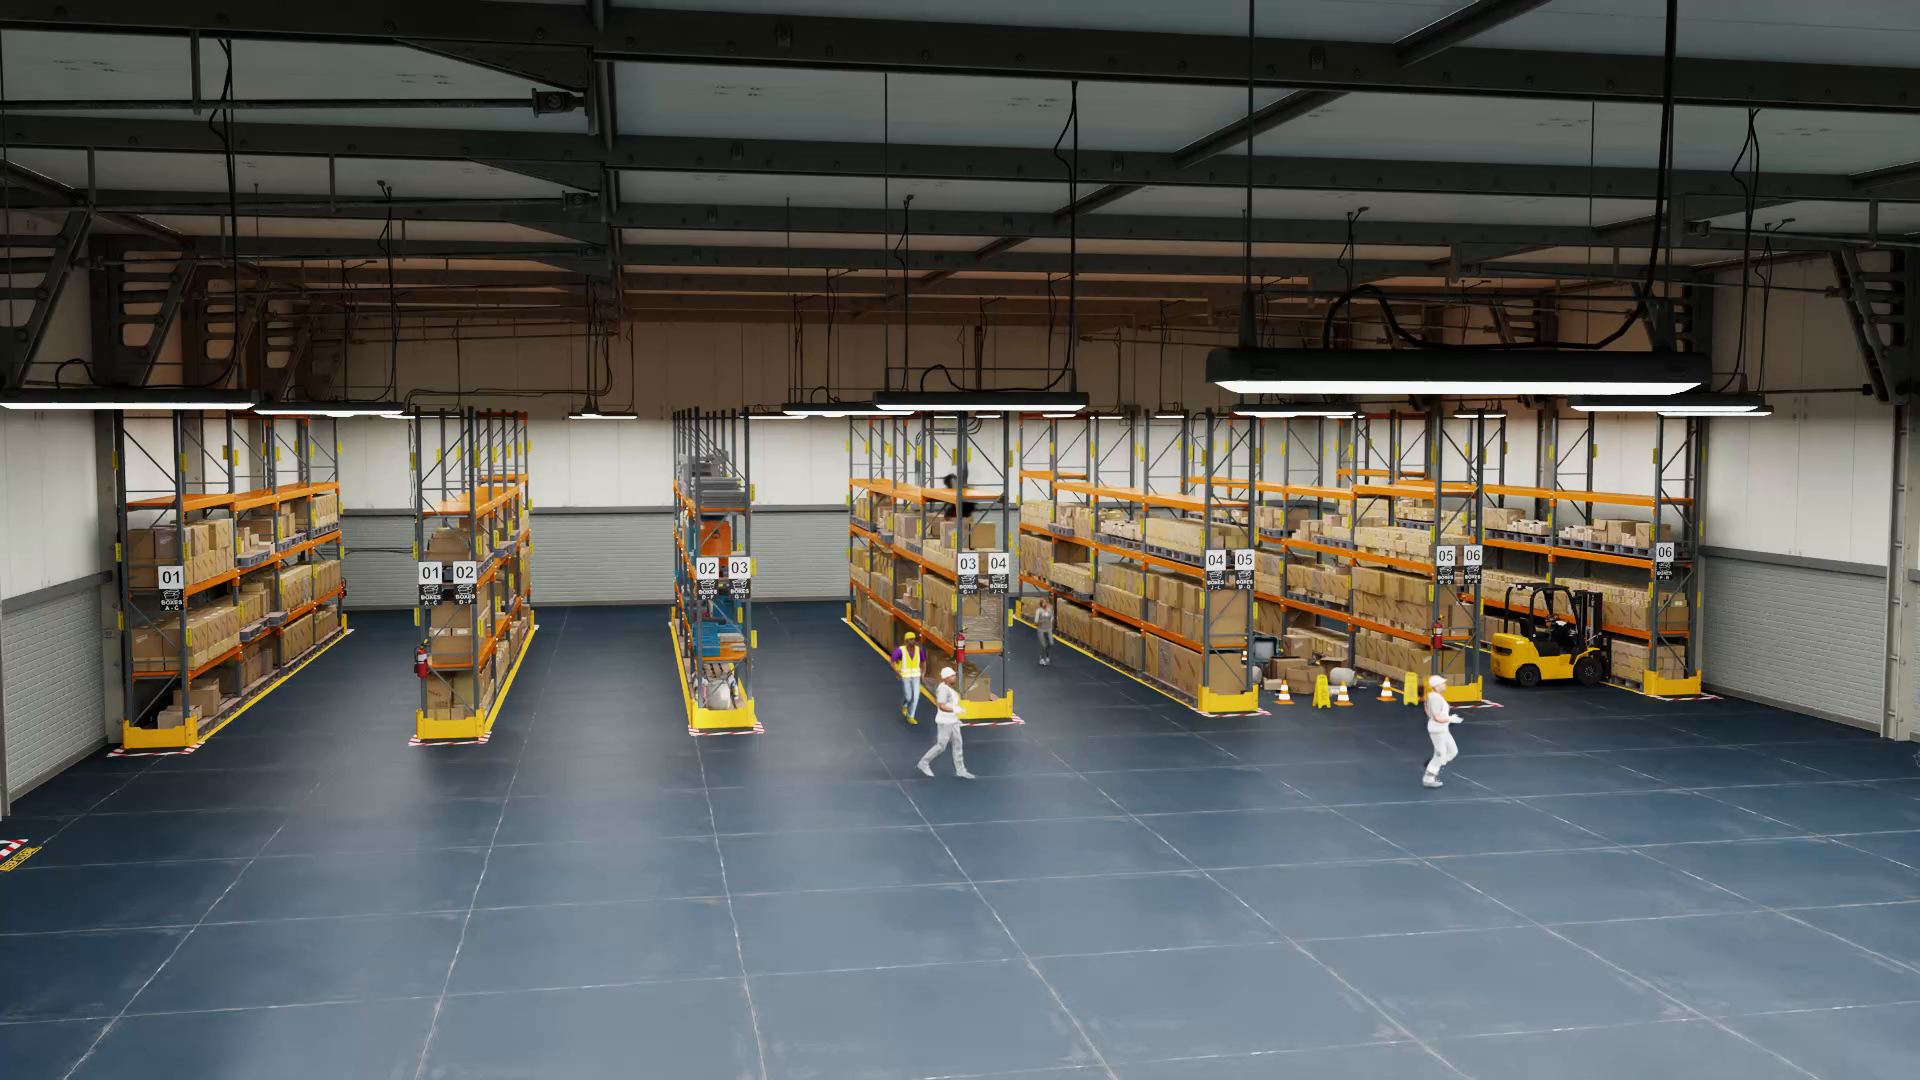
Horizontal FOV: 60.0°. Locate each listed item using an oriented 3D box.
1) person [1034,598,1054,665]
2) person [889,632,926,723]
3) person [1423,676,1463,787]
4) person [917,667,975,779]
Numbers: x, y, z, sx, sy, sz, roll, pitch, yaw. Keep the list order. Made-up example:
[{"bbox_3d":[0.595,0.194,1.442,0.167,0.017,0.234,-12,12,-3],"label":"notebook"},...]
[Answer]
[{"bbox_3d":[2.002,2.152,39.021,0.519,1.582,0.615,-1,4,-15],"label":"person"},{"bbox_3d":[-0.965,2.616,31.699,0.734,1.731,0.551,-1,4,-18],"label":"person"},{"bbox_3d":[7.539,2.986,25.962,0.601,1.746,0.641,1,4,18],"label":"person"},{"bbox_3d":[-0.227,2.928,26.585,0.931,1.789,0.674,1,4,13],"label":"person"}]
